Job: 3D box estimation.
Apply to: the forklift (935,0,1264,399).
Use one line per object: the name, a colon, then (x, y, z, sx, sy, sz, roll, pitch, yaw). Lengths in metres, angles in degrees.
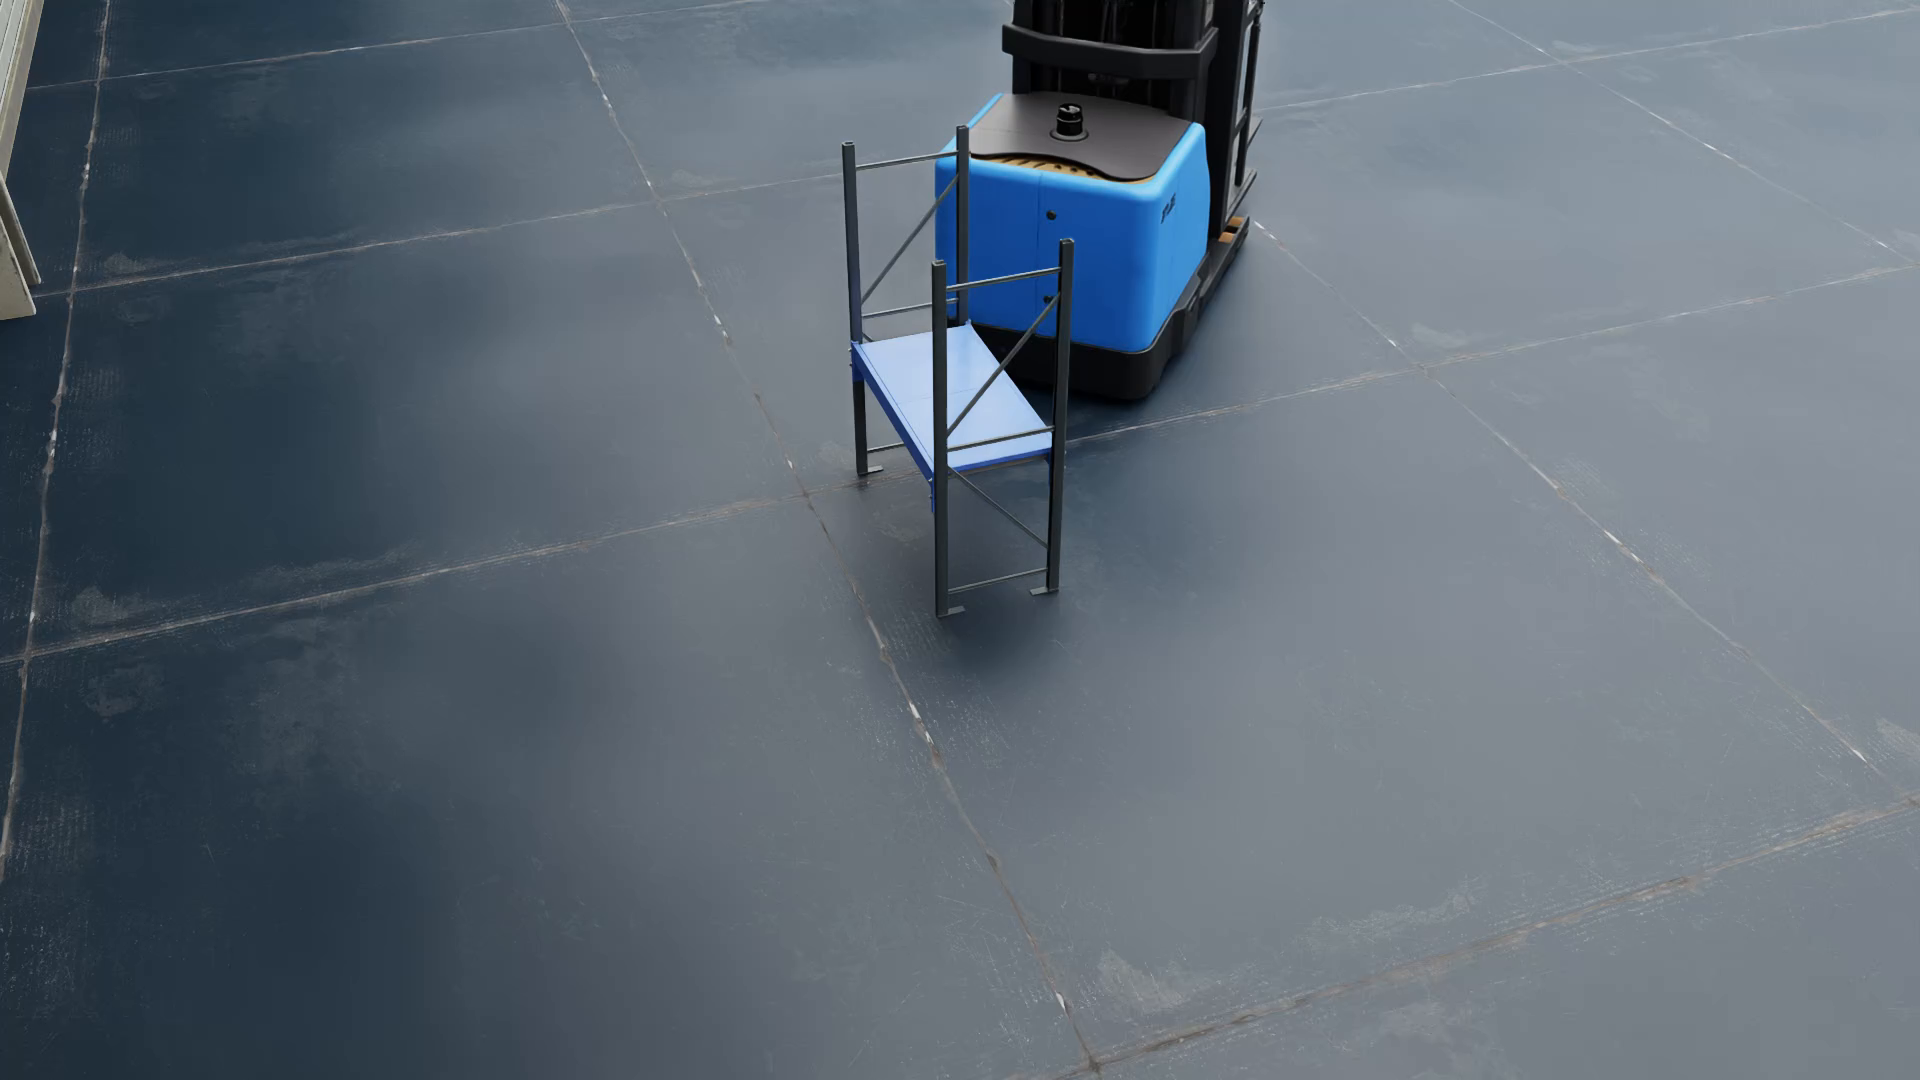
forklift: (0.886, -2.688, 7.882, 1.130, 2.935, 3.031, 13, 39, 17)

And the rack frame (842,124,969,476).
rack frame: (-0.204, -0.934, 6.744, 0.500, 1.500, 0.032, -12, 39, -16)

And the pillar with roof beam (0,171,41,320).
pillar with roof beam: (-0.749, -5.681, 6.813, 9.100, 9.000, 0.400, -12, 39, -16)

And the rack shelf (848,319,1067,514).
rack shelf: (-0.029, -0.504, 6.471, 0.538, 0.185, 1.000, -12, 39, -16)

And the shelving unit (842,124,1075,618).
shelving unit: (-0.029, -0.647, 6.363, 0.538, 1.500, 1.048, -12, 39, -16)

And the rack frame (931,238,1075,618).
rack frame: (0.146, -0.360, 5.981, 0.500, 1.500, 0.032, -12, 39, -16)
